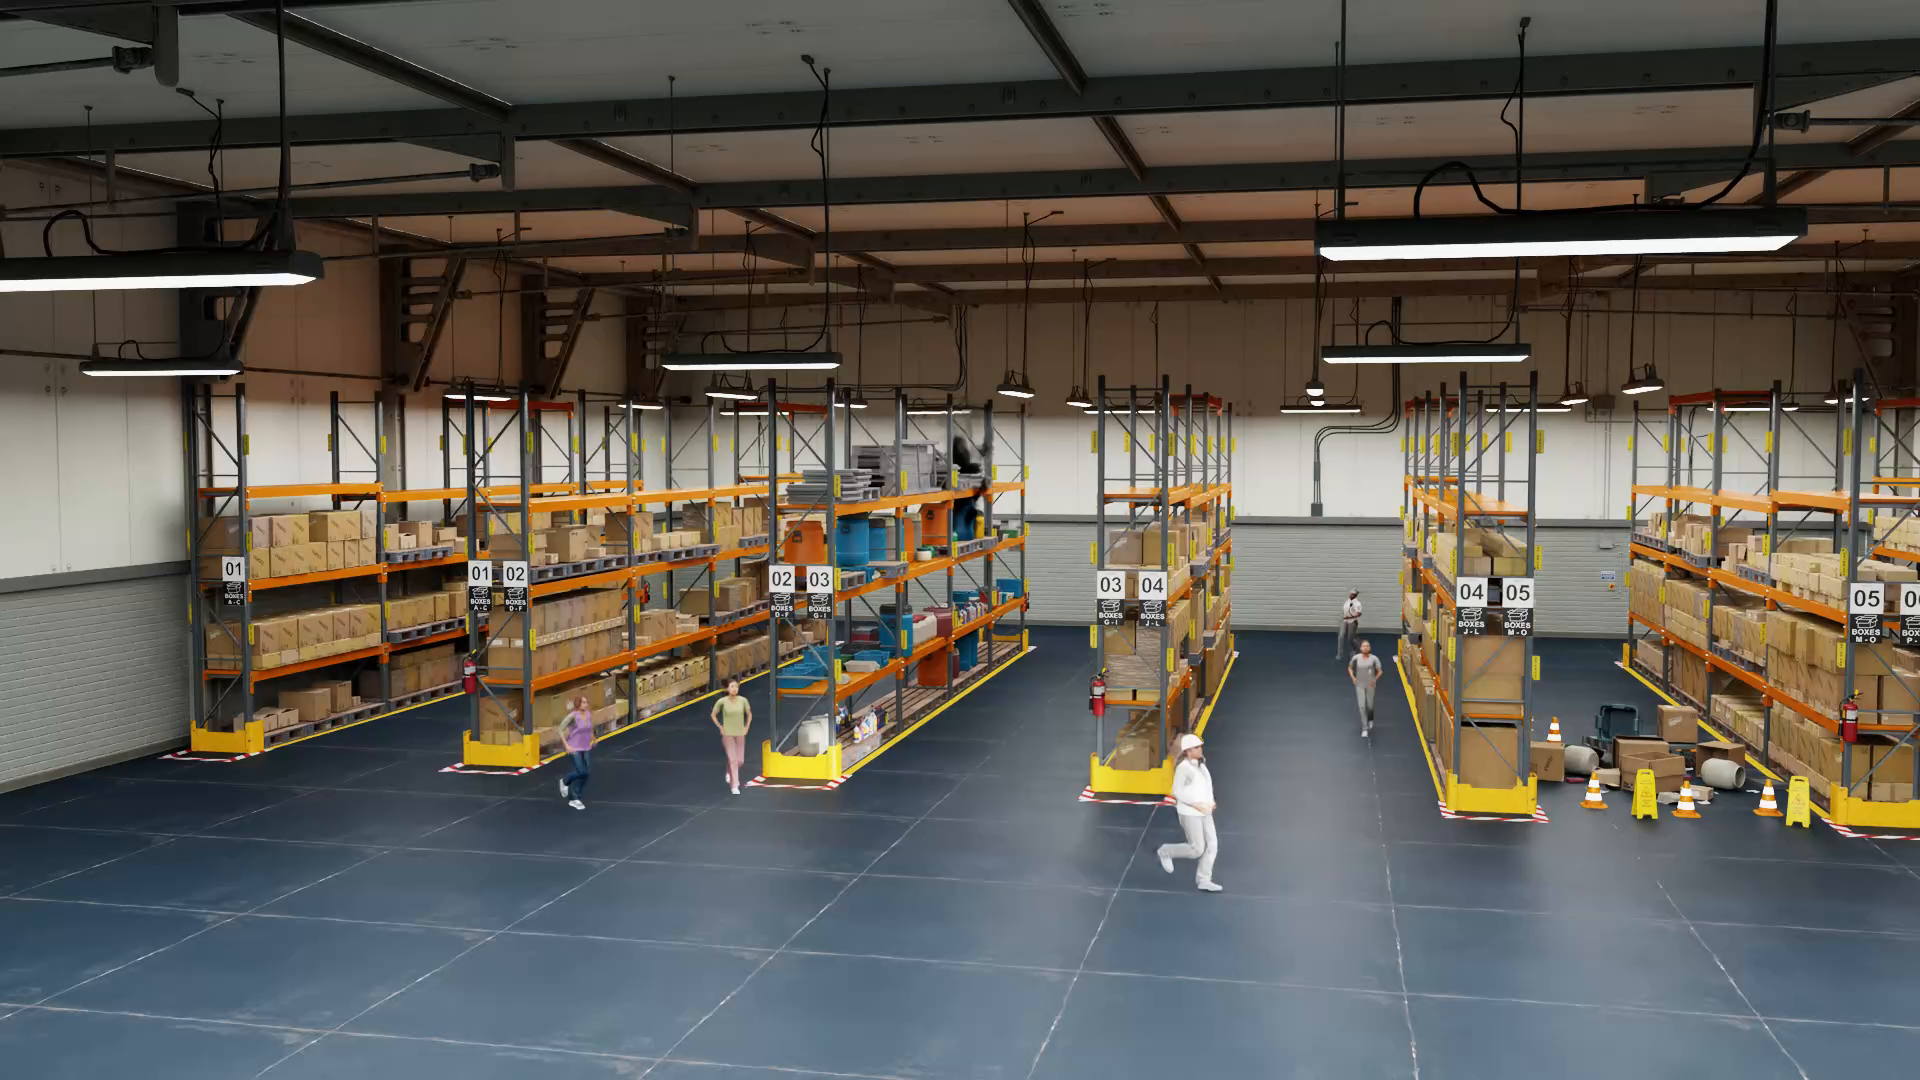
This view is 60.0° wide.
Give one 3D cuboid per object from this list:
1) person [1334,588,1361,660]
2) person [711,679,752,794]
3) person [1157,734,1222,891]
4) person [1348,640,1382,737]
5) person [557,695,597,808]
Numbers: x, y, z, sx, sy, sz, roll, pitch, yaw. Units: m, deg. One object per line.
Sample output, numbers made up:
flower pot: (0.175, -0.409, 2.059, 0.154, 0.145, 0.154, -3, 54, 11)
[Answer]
person: (9.146, 1.956, 38.788, 0.806, 1.700, 0.595, -2, 4, -36)
person: (-3.293, 2.804, 24.012, 0.595, 1.620, 0.697, -1, 4, -22)
person: (2.627, 3.063, 18.772, 0.778, 1.743, 0.661, 2, 4, 37)
person: (6.999, 2.540, 28.758, 0.576, 1.650, 0.694, 1, 3, 15)
person: (-5.264, 2.919, 22.994, 0.484, 1.558, 0.551, 2, 4, 33)
